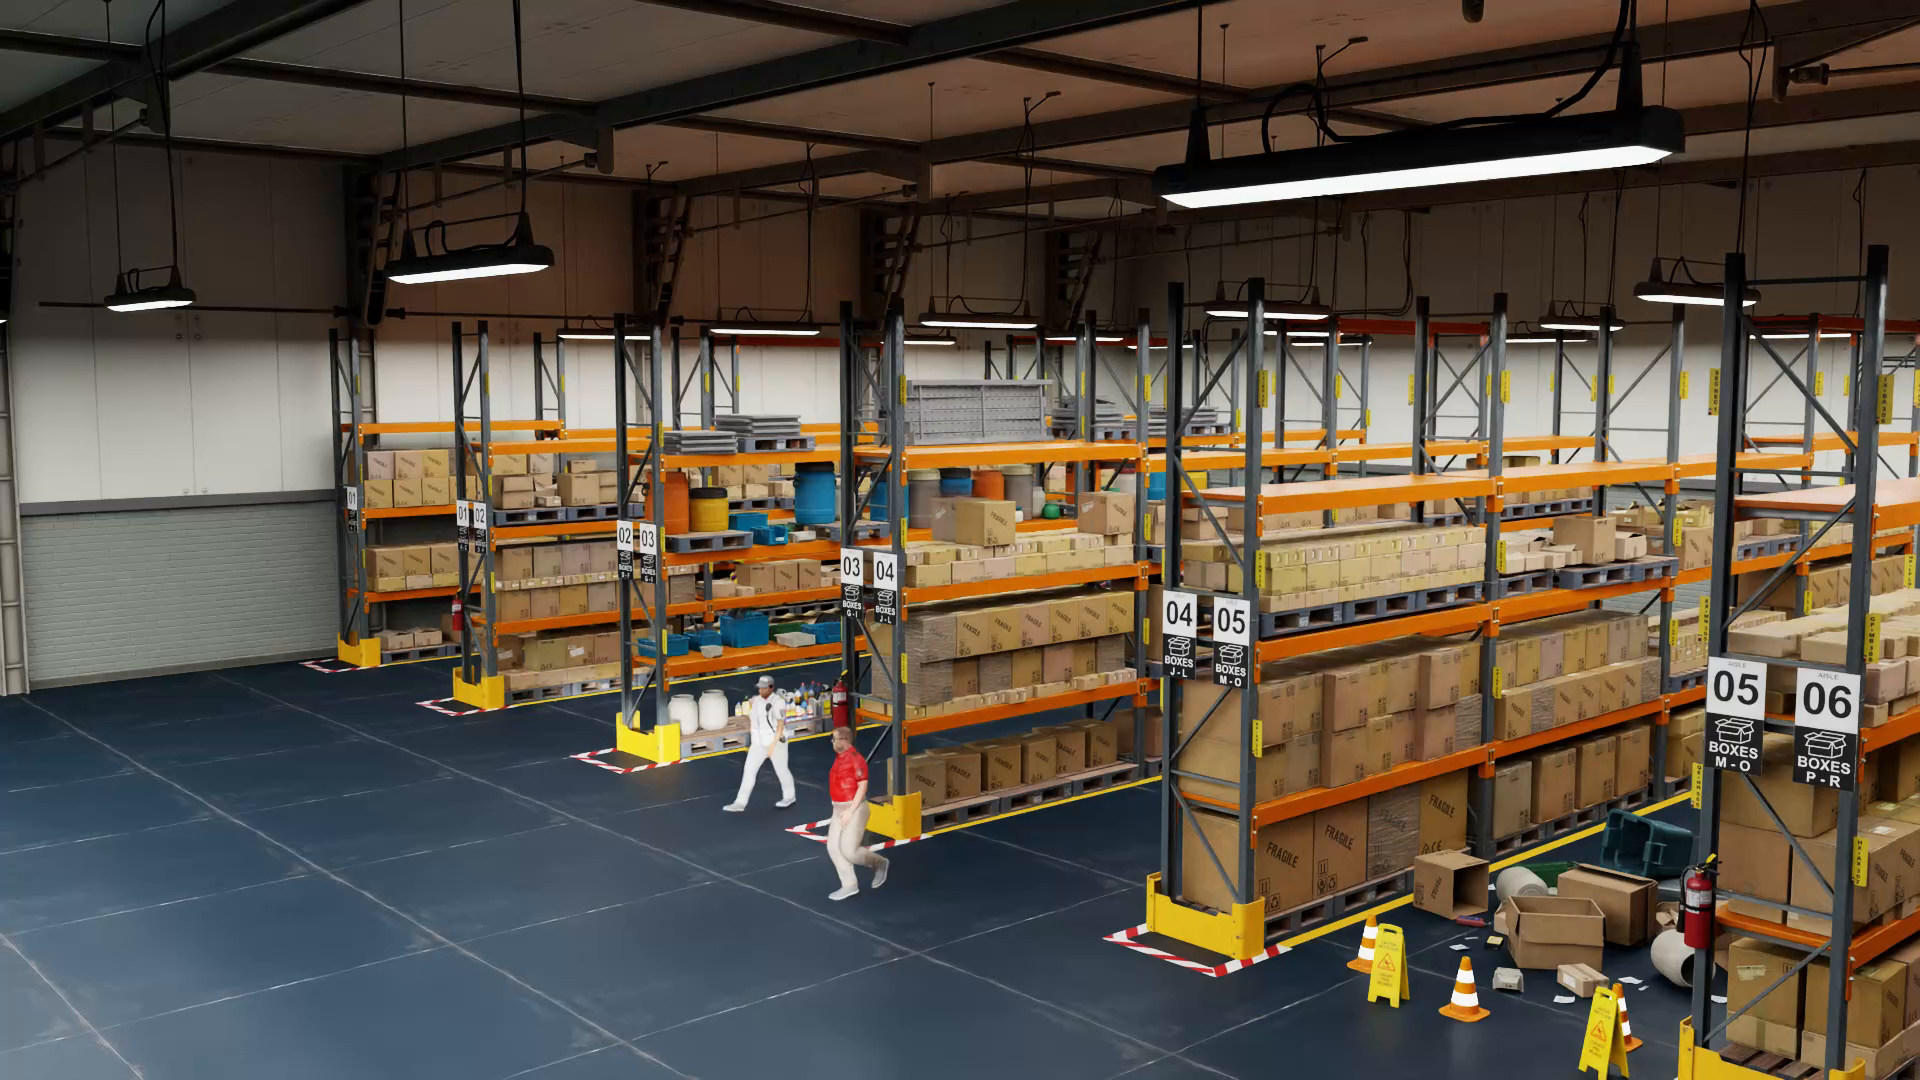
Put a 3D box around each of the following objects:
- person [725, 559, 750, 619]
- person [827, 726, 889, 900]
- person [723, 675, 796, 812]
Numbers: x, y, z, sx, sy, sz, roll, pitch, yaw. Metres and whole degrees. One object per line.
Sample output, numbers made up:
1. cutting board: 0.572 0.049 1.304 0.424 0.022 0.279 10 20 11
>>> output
1. person: -4.264 1.171 31.554 1.033 1.714 0.679 -4 7 -35
2. person: -1.040 2.697 16.554 0.625 1.701 0.597 -4 7 -32
3. person: -2.334 2.403 19.629 0.539 1.613 0.978 3 6 27
